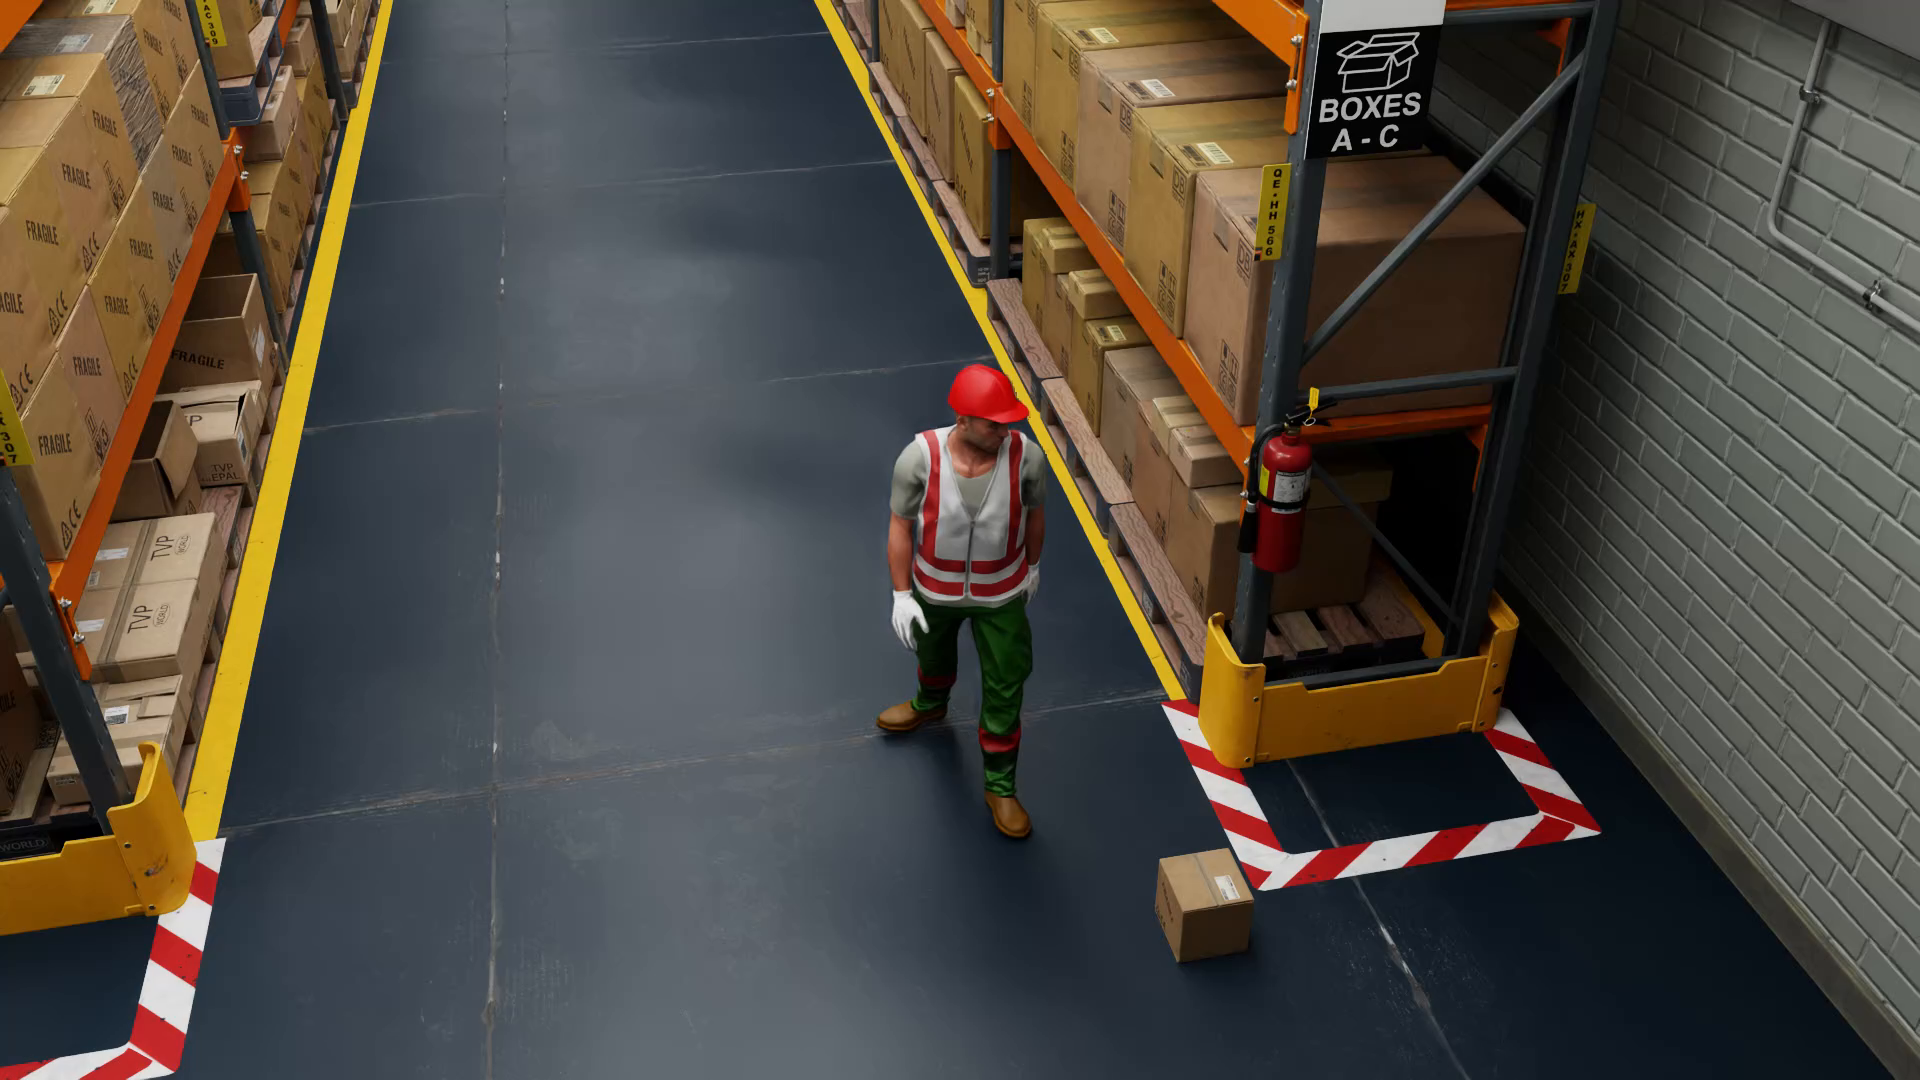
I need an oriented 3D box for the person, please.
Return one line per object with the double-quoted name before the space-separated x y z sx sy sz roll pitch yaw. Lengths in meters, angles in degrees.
"person" -0.026 0.163 5.885 0.639 1.776 0.731 2 34 3
